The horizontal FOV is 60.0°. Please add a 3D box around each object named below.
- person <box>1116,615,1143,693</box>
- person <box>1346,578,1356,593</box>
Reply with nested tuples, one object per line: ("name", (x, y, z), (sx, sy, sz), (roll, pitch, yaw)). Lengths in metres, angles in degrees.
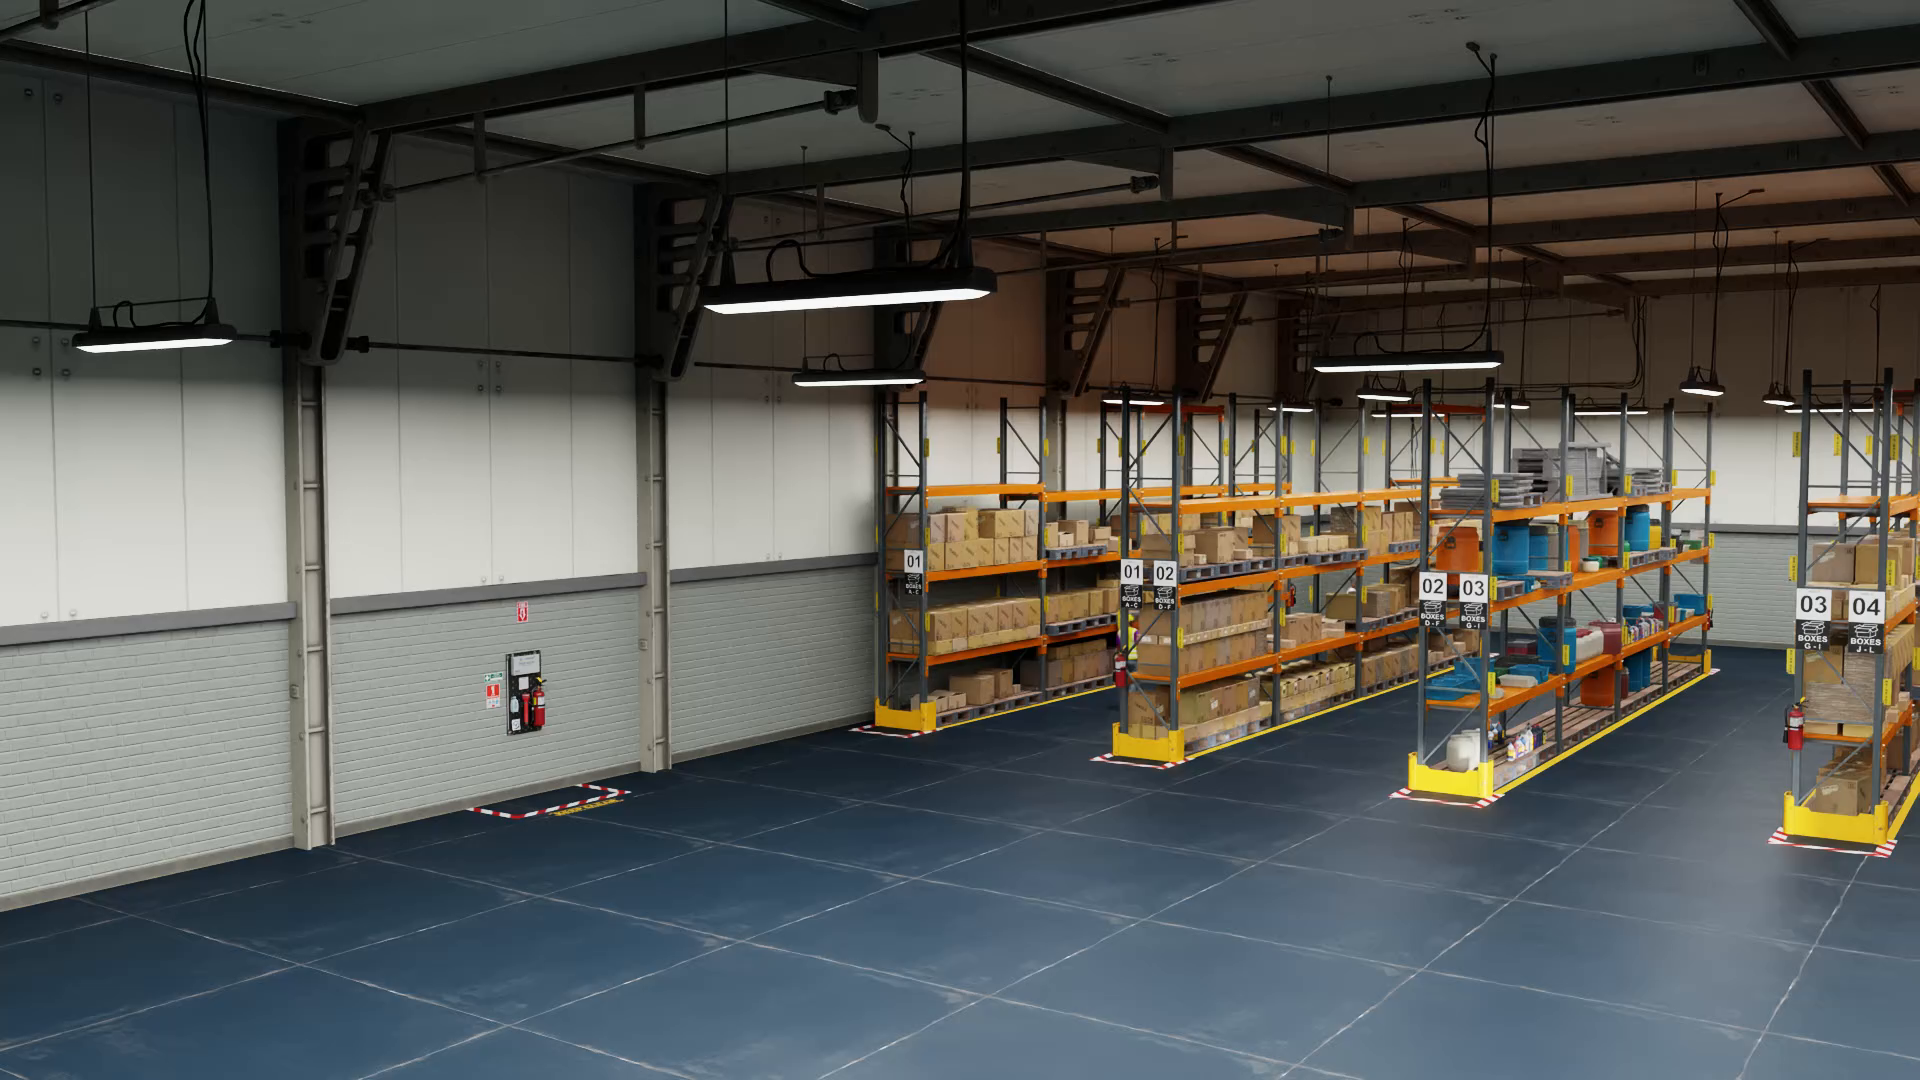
("person", (3.292, 2.326, 32.323), (0.610, 1.761, 0.502), (2, 4, 32))
("person", (10.161, 1.801, 42.690), (0.523, 1.654, 0.958), (-3, 4, -40))
